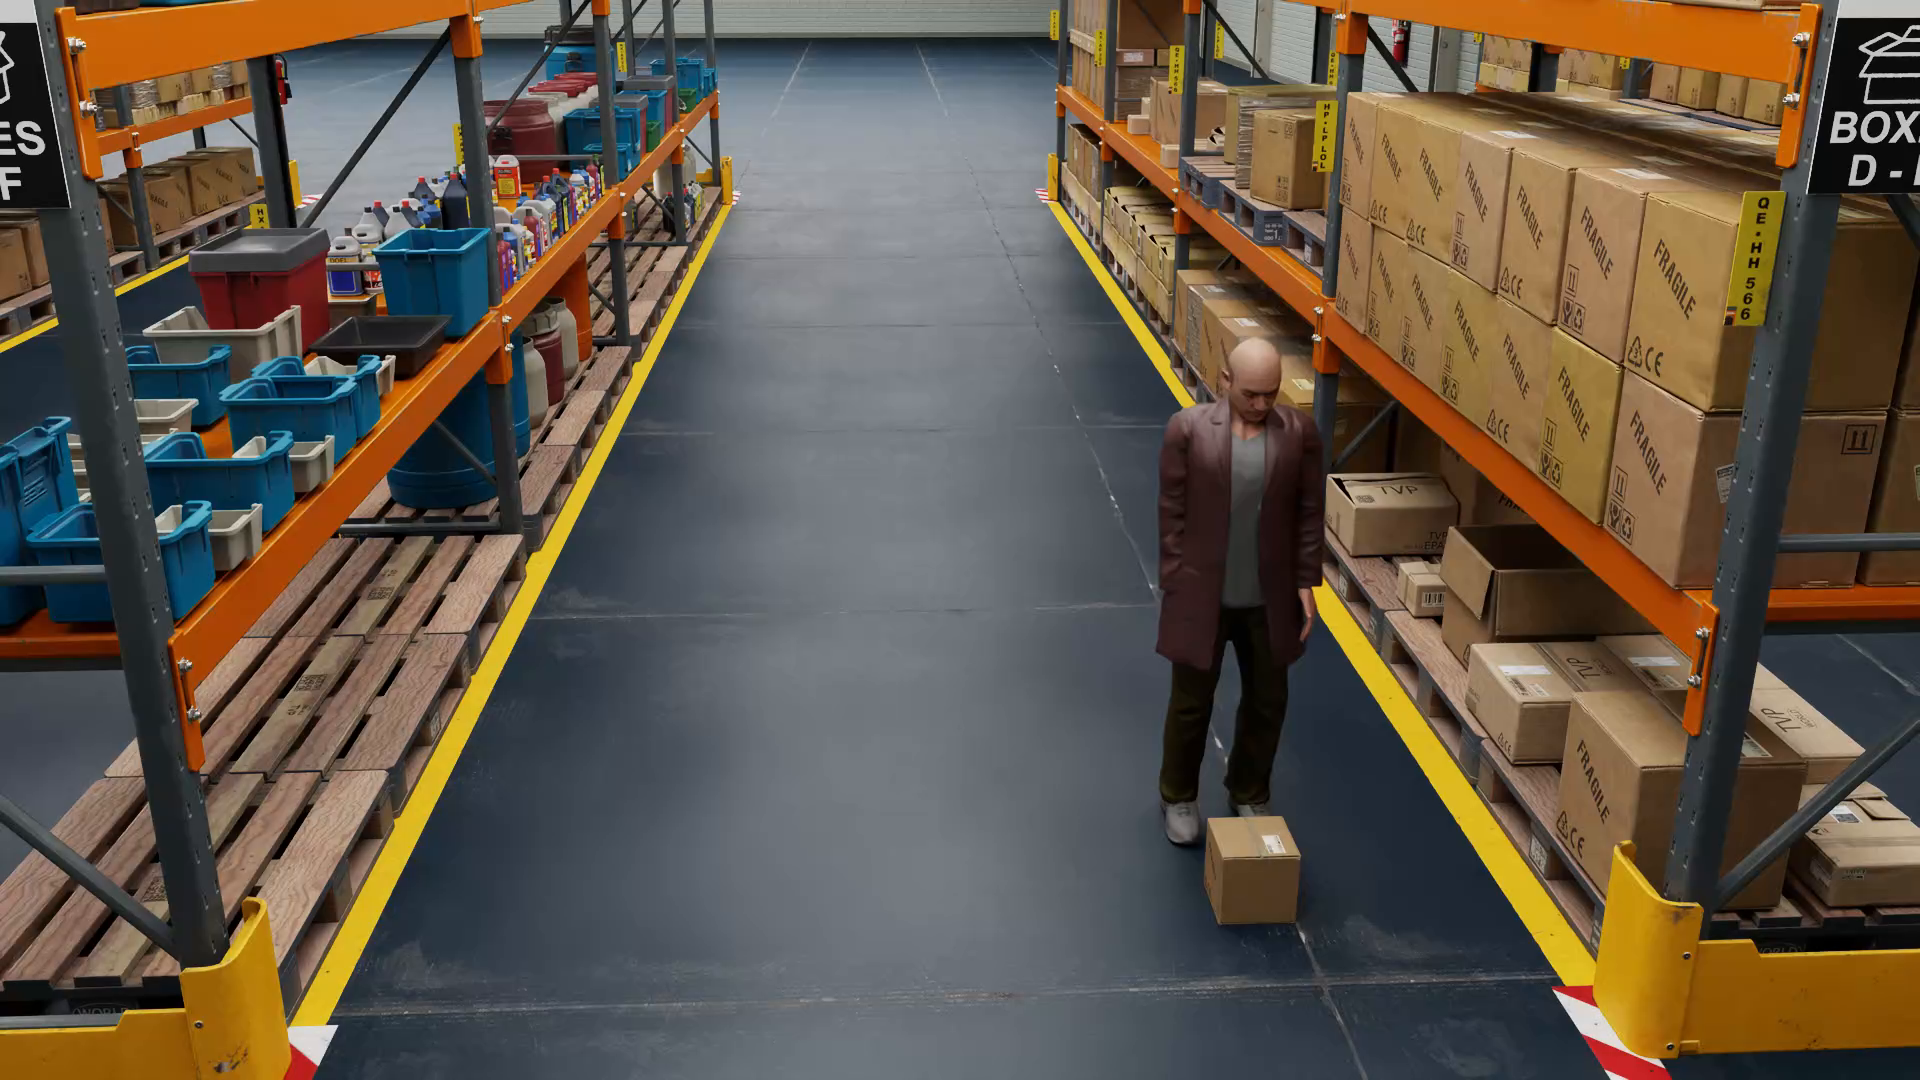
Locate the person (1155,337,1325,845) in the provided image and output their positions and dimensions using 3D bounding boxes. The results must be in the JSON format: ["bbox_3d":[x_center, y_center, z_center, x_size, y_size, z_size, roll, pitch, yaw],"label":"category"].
[{"bbox_3d":[0.943,0.184,5.625,0.567,1.765,0.378,-1,20,-2],"label":"person"}]
